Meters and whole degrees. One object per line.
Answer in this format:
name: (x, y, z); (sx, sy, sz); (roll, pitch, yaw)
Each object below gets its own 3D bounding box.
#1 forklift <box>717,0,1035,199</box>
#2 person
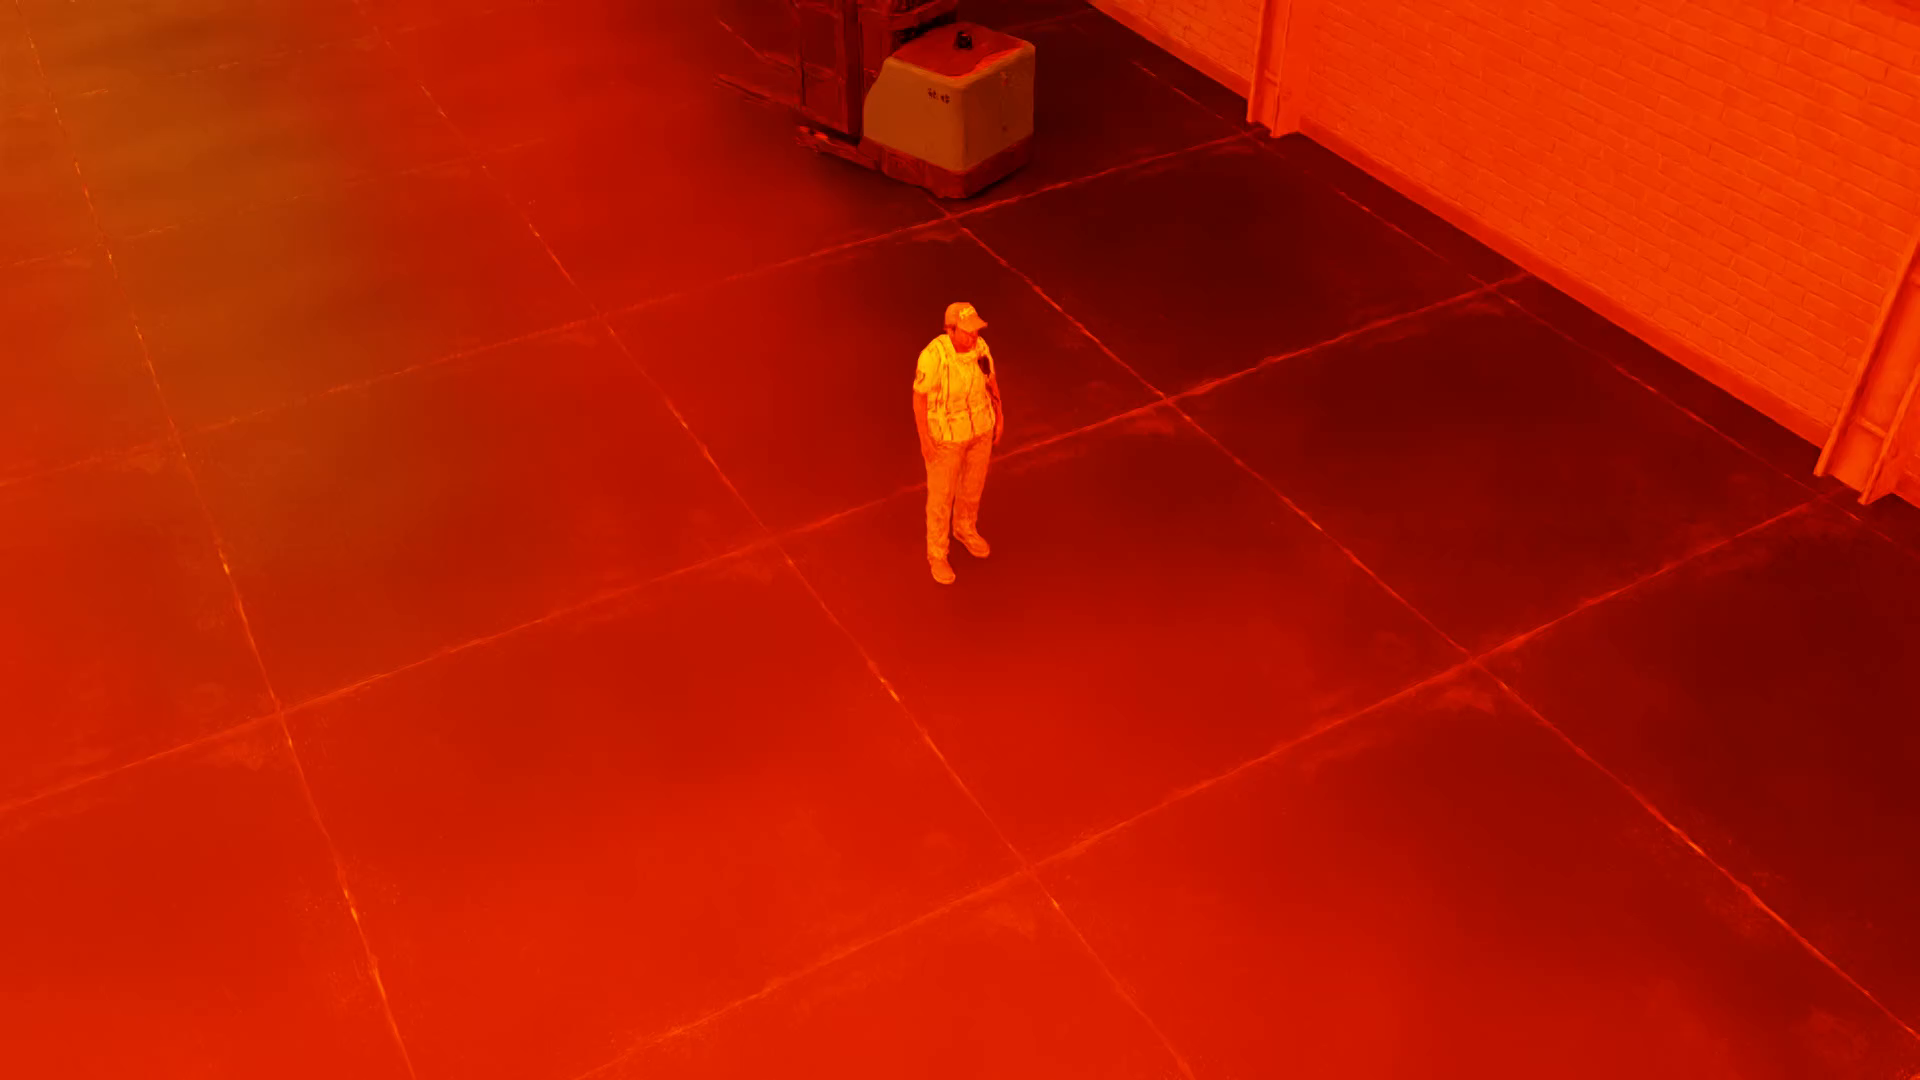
forklift: (-0.826, -4.704, 13.707); (3.031, 2.935, 1.130); (28, 47, 30)
person: (0.019, -0.597, 9.736); (0.598, 1.669, 0.529); (-20, 44, -23)
